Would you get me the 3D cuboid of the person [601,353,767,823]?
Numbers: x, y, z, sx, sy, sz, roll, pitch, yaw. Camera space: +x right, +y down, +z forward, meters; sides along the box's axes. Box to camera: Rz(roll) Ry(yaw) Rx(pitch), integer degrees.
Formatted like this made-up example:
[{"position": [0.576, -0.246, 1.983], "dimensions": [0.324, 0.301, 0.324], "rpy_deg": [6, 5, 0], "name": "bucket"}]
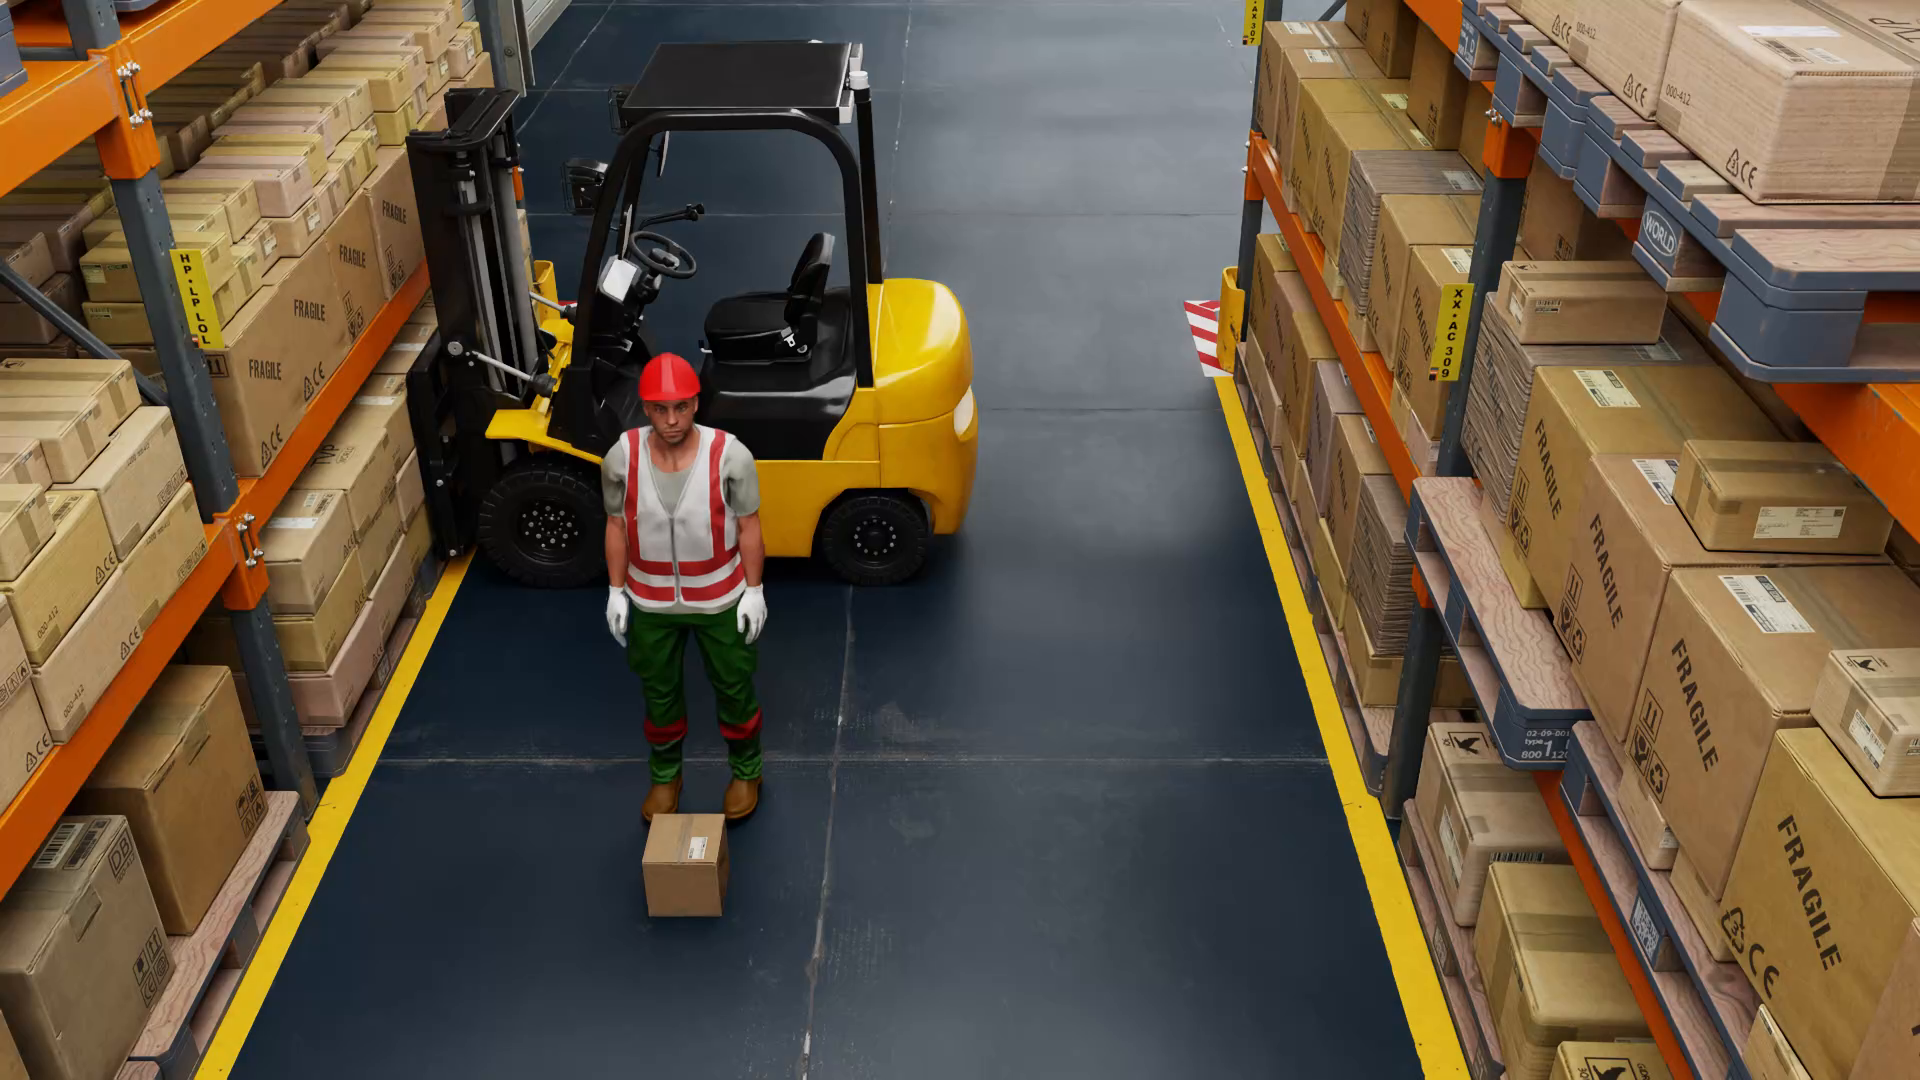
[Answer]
[{"position": [-0.947, 0.200, 5.748], "dimensions": [0.557, 1.793, 0.359], "rpy_deg": [0, 31, 0], "name": "person"}]
